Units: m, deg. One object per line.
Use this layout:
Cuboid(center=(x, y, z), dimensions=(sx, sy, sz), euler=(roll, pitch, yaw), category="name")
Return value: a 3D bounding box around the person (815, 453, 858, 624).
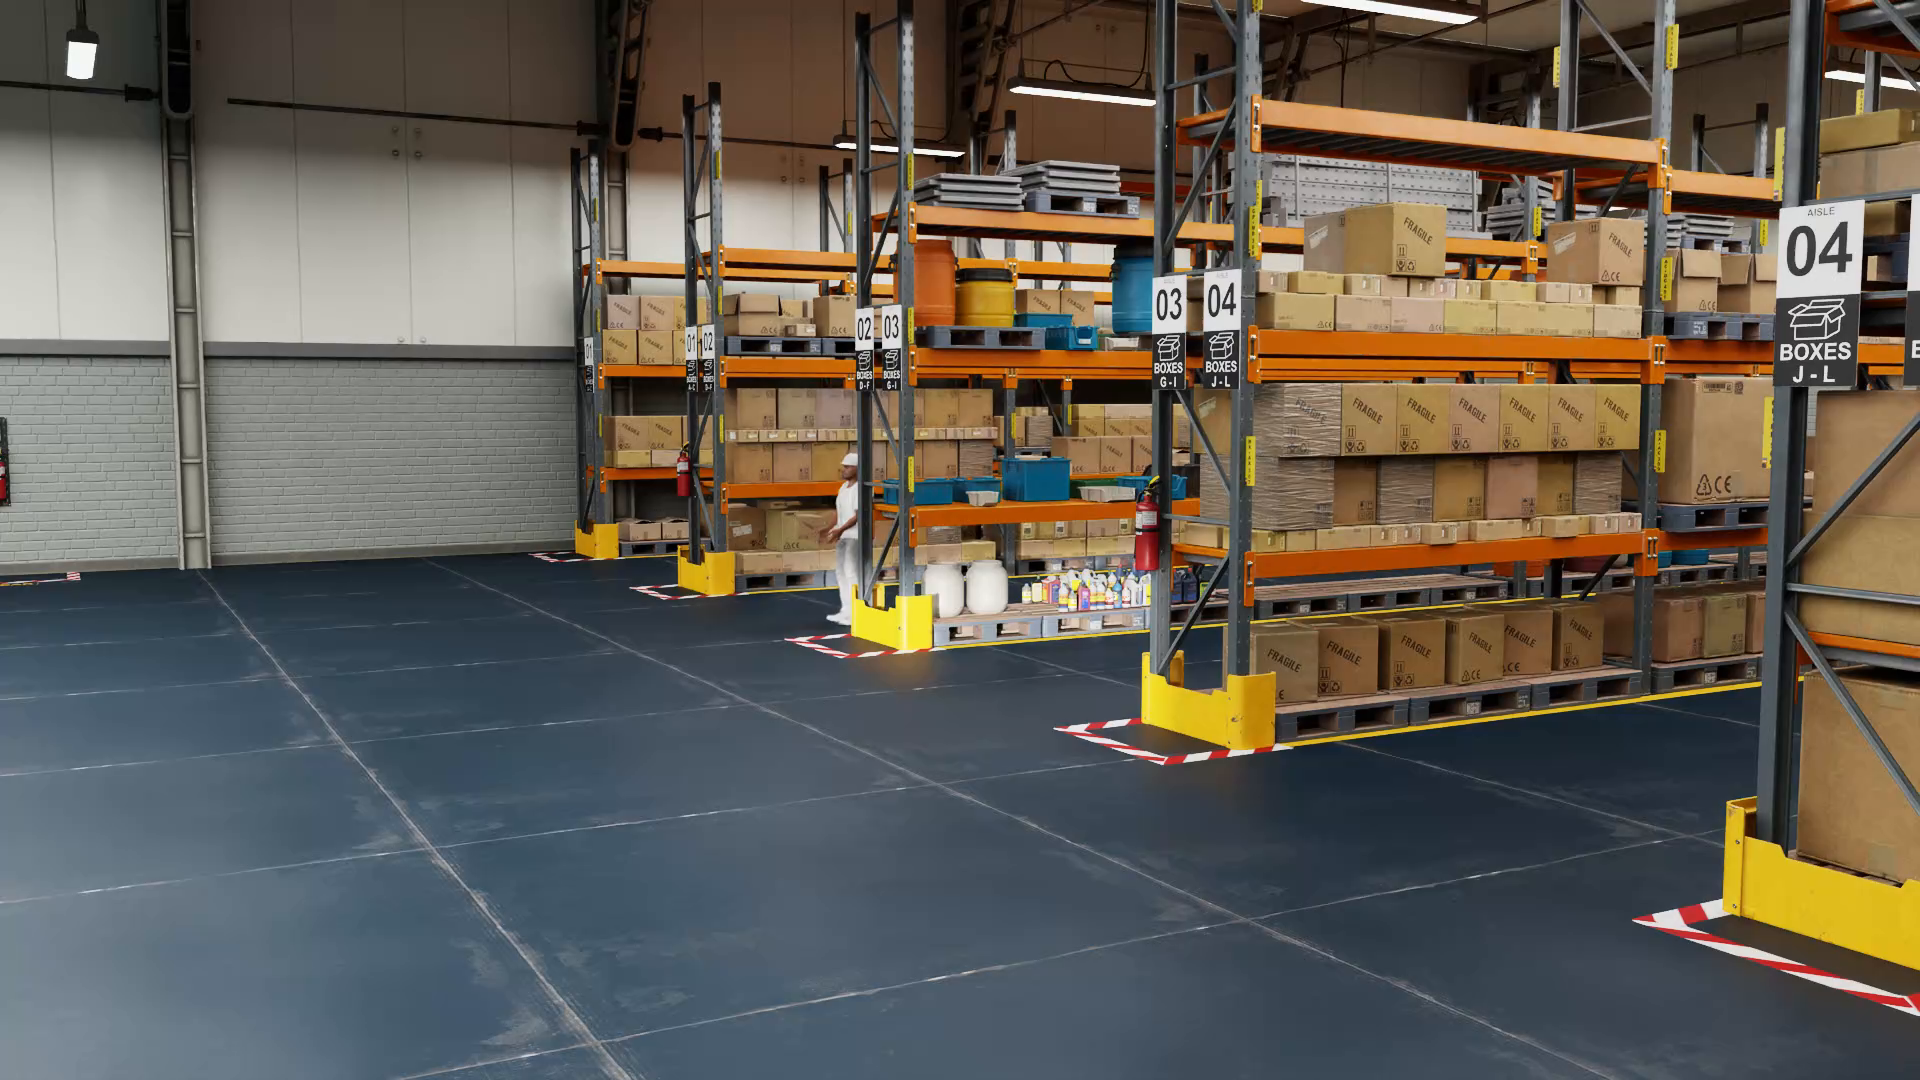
Cuboid(center=(-1.199, -0.017, 17.298), dimensions=(0.541, 1.770, 0.548), euler=(-3, 6, -29), category="person")
